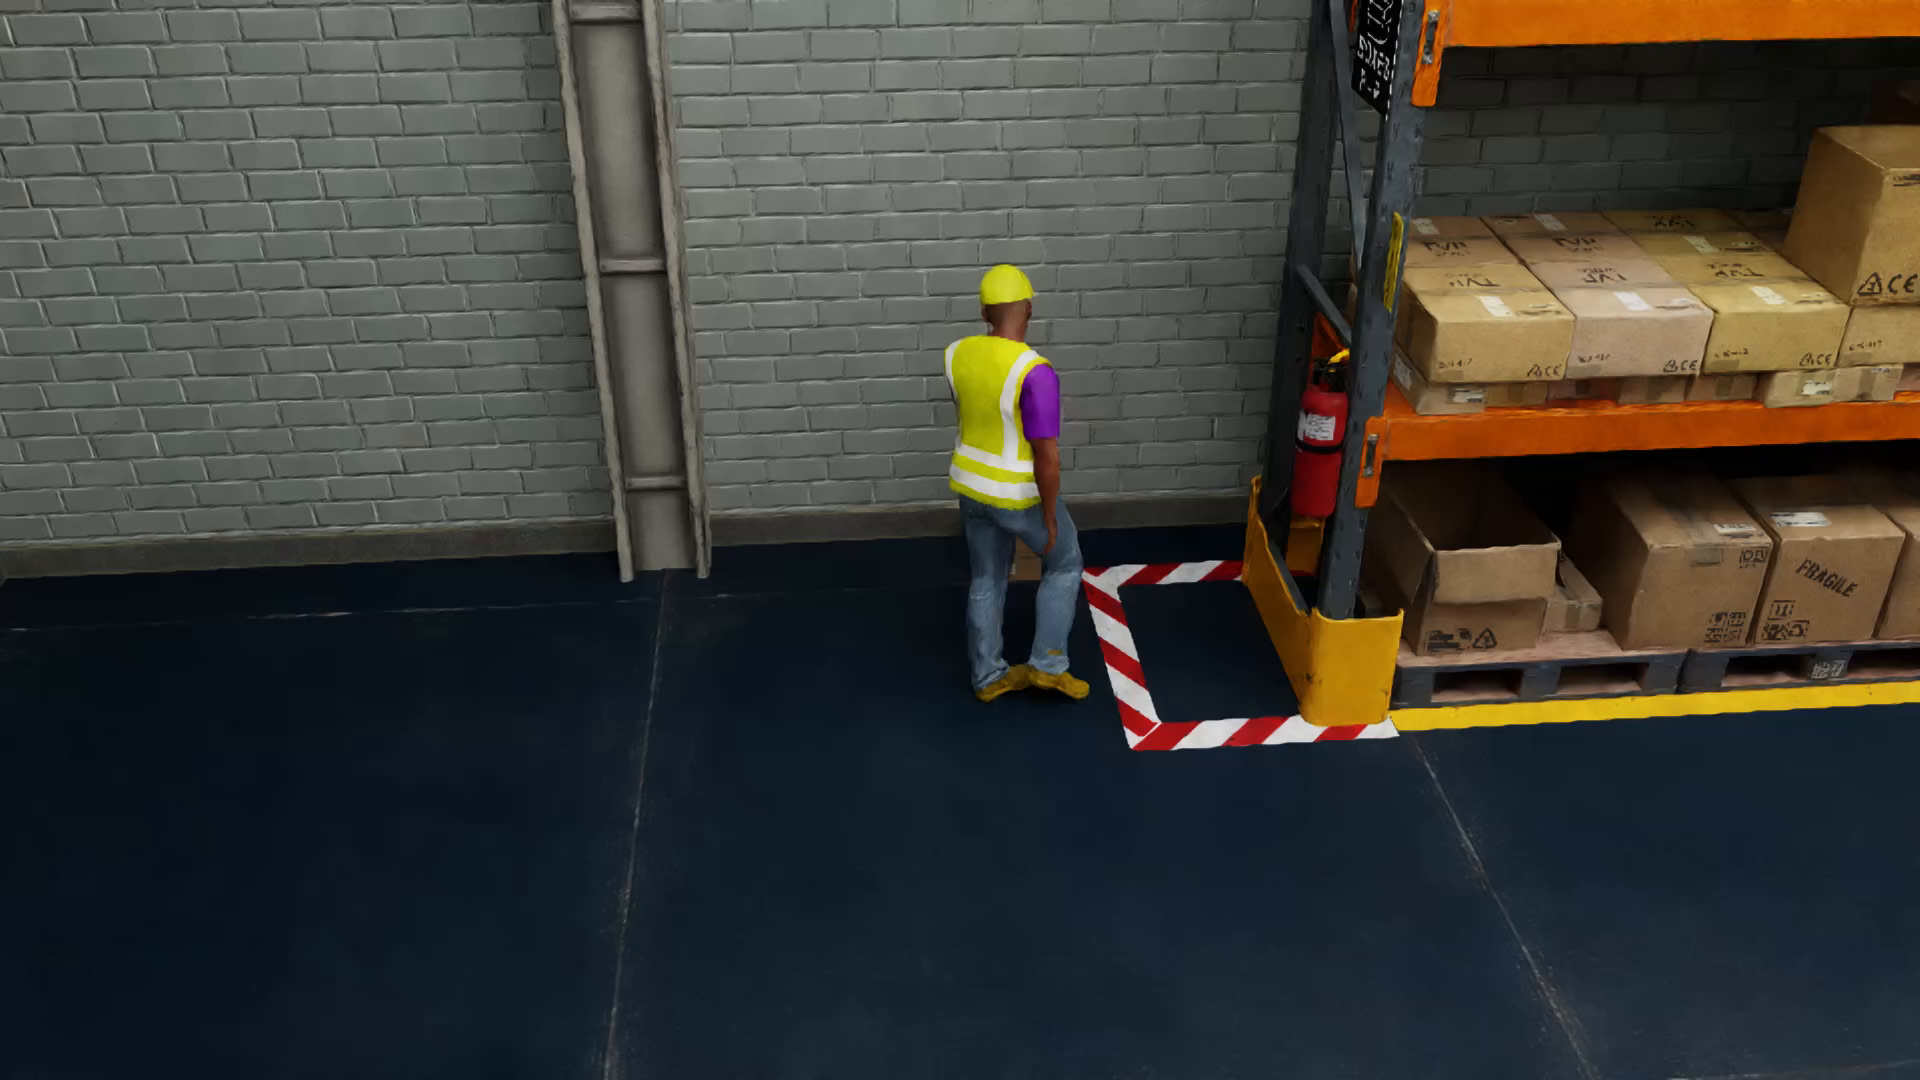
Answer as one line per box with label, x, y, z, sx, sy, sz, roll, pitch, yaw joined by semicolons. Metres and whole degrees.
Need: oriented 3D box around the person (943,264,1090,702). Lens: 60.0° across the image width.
person;0.226;-0.192;6.439;0.652;1.767;0.536;25;39;35
